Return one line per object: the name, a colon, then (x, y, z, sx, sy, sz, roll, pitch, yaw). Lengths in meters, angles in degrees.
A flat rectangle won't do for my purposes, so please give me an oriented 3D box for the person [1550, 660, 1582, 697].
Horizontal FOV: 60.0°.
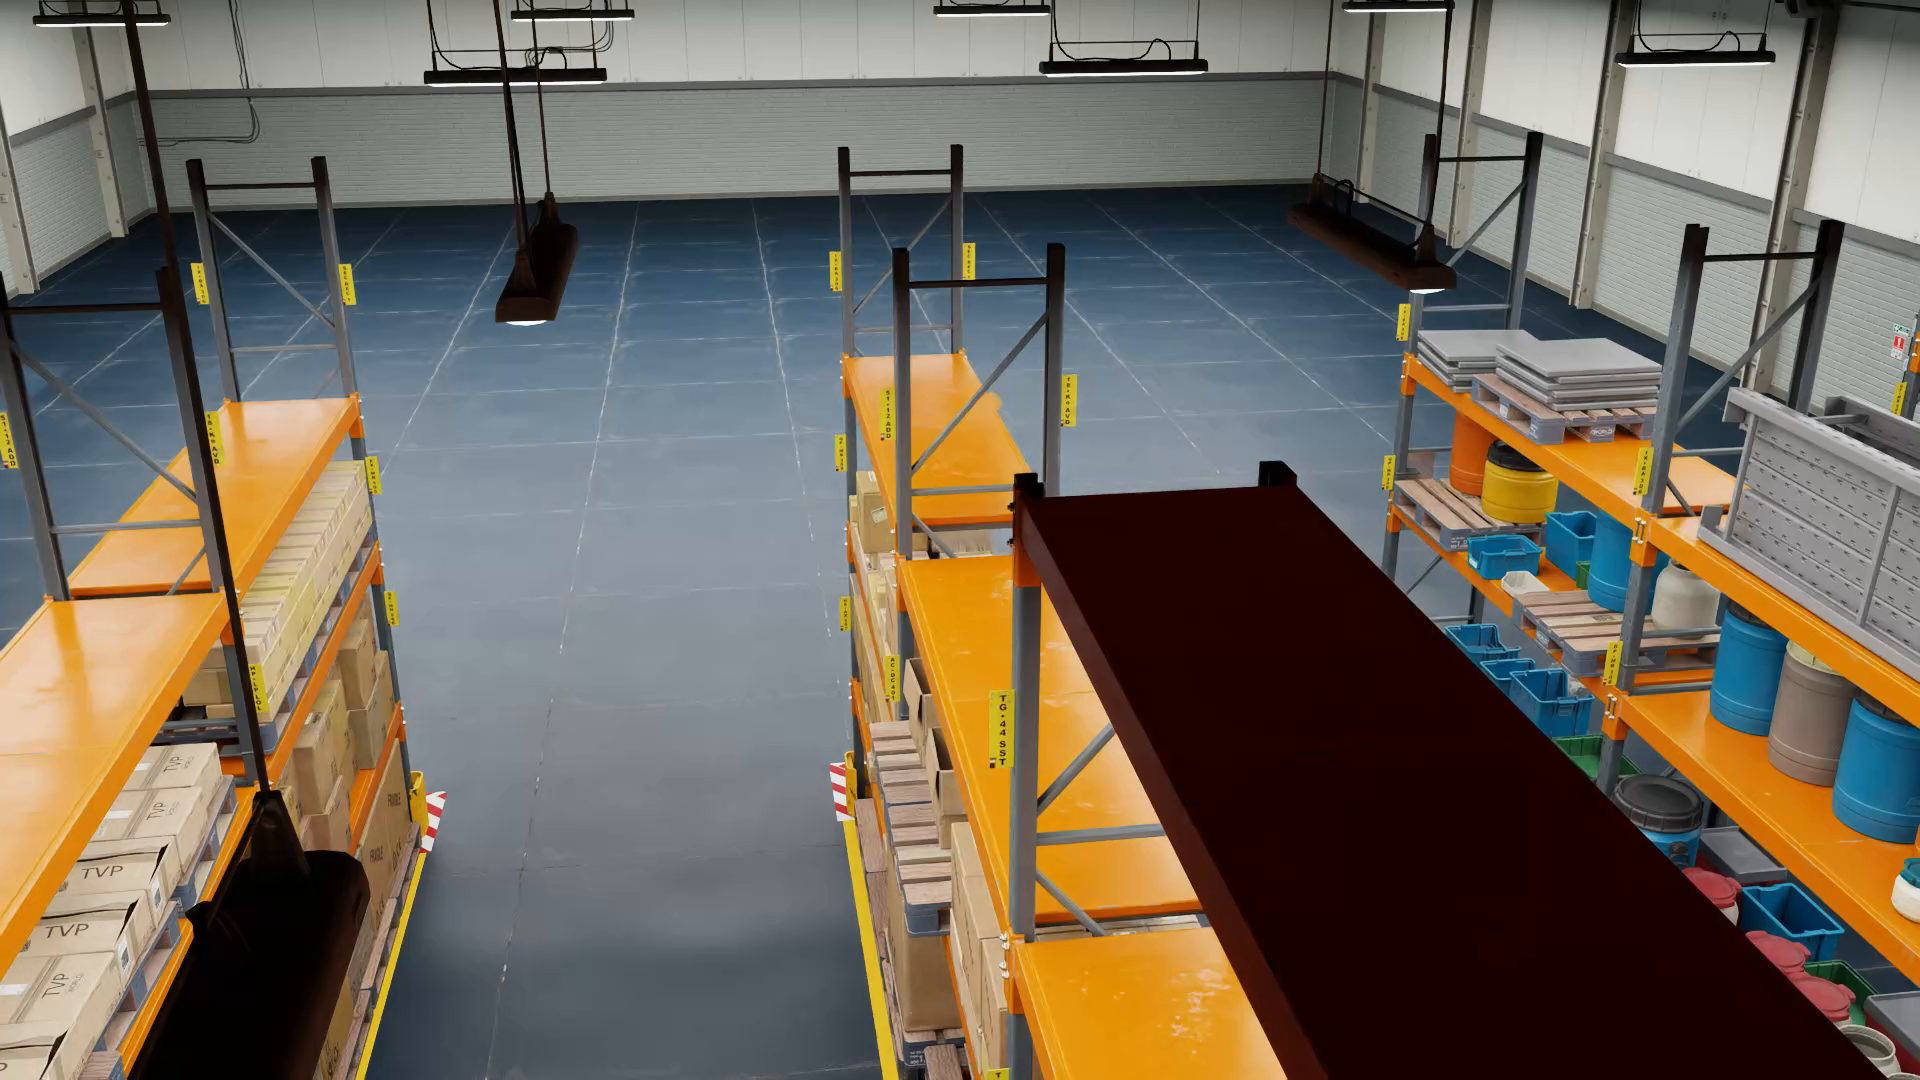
person: (5.957, 1.273, 16.172, 0.414, 1.701, 0.514, 6, 22, 15)
